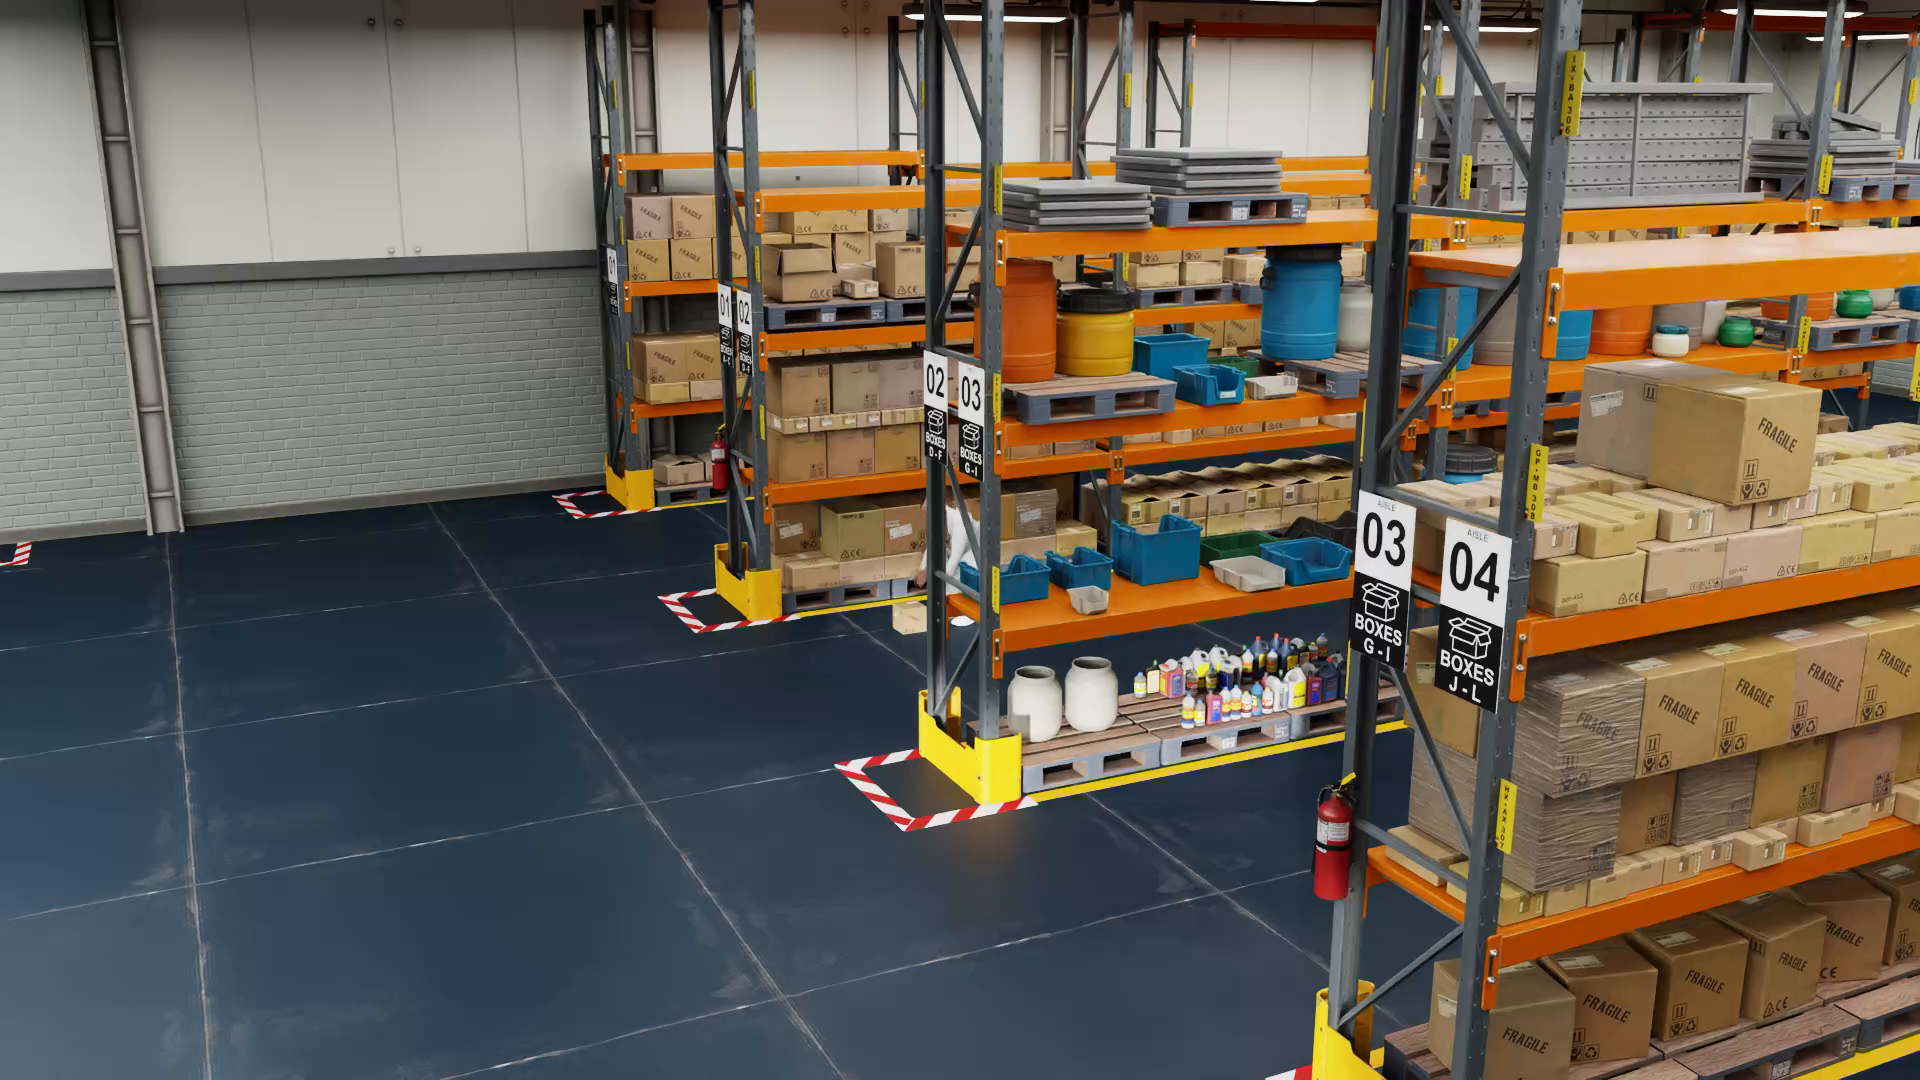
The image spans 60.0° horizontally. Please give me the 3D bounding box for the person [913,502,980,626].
[{"bbox_3d":[-0.016,0.189,16.187,0.793,1.271,0.634,-7,17,-25],"label":"person"}]
